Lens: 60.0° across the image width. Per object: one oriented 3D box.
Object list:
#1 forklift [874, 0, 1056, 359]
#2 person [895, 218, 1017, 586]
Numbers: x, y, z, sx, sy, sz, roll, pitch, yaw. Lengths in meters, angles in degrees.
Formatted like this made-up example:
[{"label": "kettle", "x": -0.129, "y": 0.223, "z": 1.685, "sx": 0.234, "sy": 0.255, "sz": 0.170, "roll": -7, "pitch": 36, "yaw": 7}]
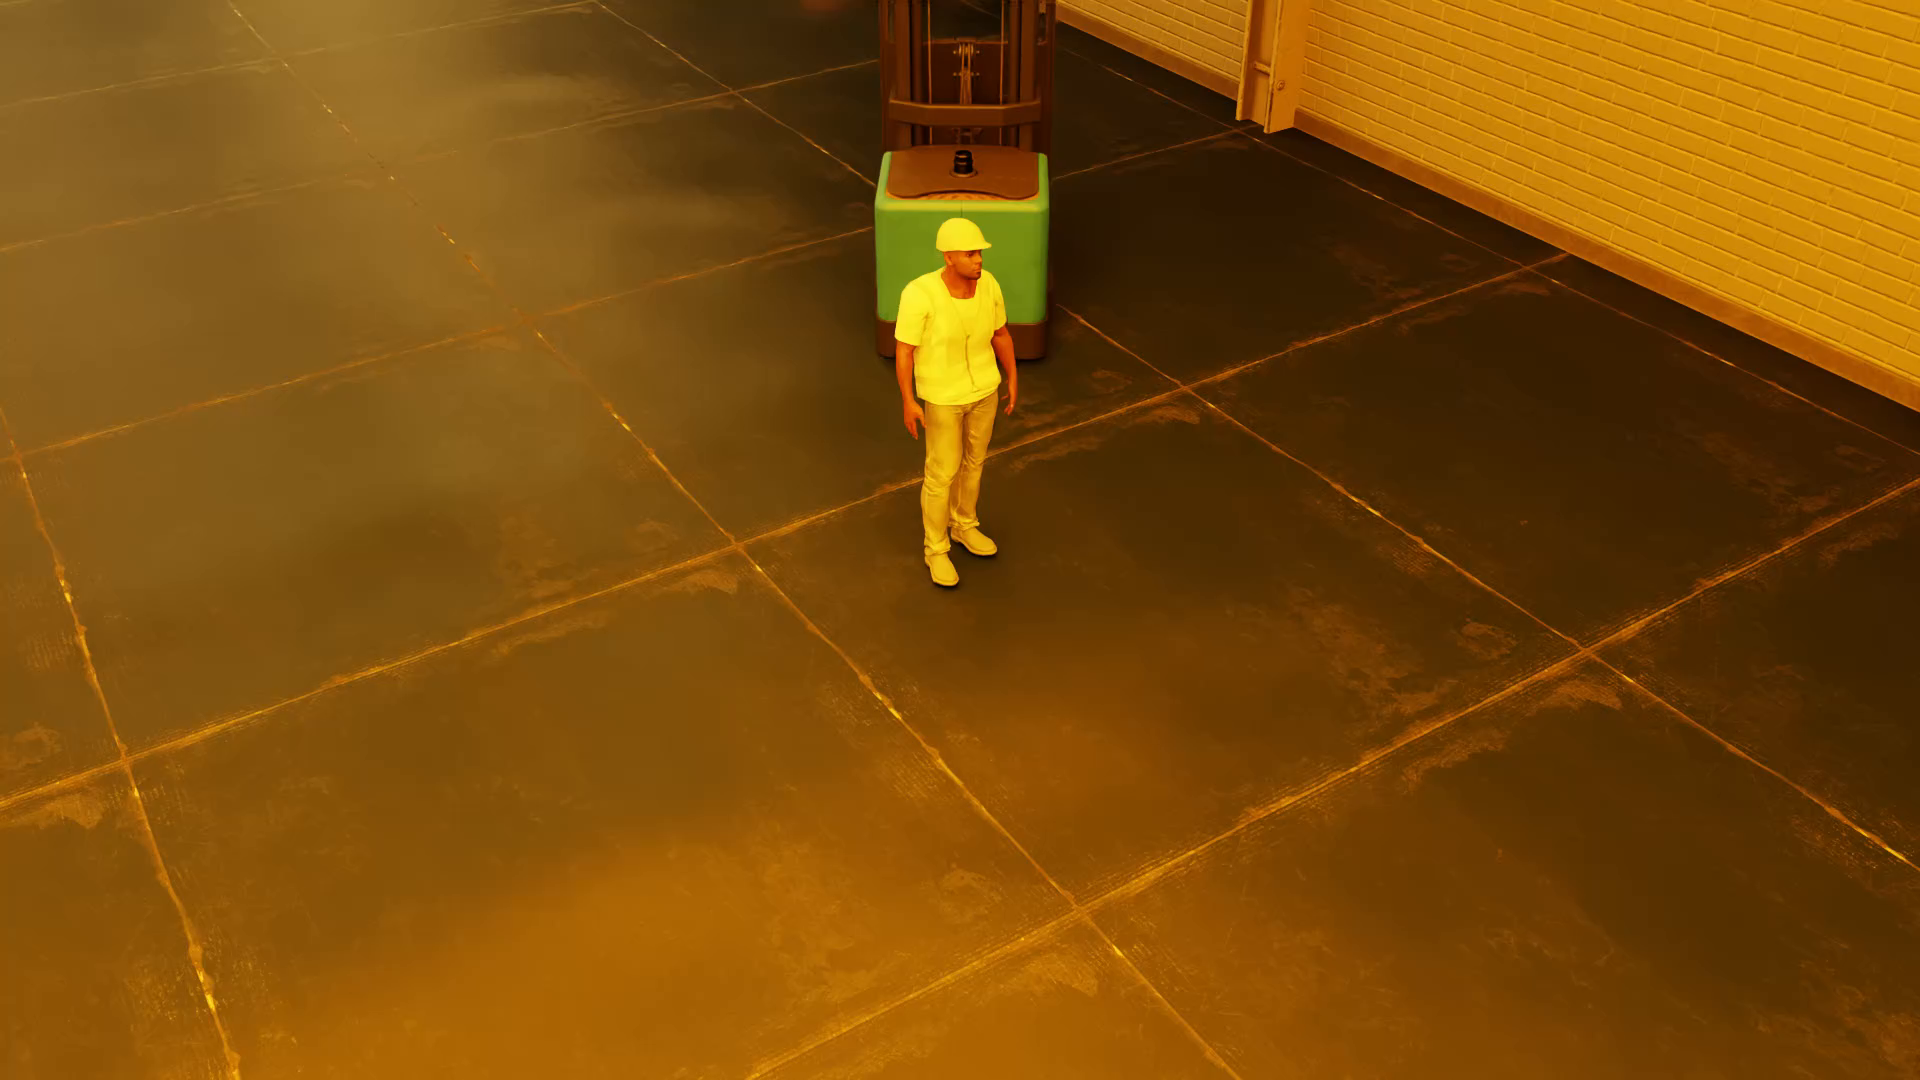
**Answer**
[{"label": "forklift", "x": 0.052, "y": -3.119, "z": 10.587, "sx": 1.130, "sy": 2.935, "sz": 3.031, "roll": 1, "pitch": 35, "yaw": 1}, {"label": "person", "x": 0.033, "y": -0.693, "z": 8.134, "sx": 0.665, "sy": 1.768, "sz": 0.575, "roll": -21, "pitch": 40, "yaw": -27}]
